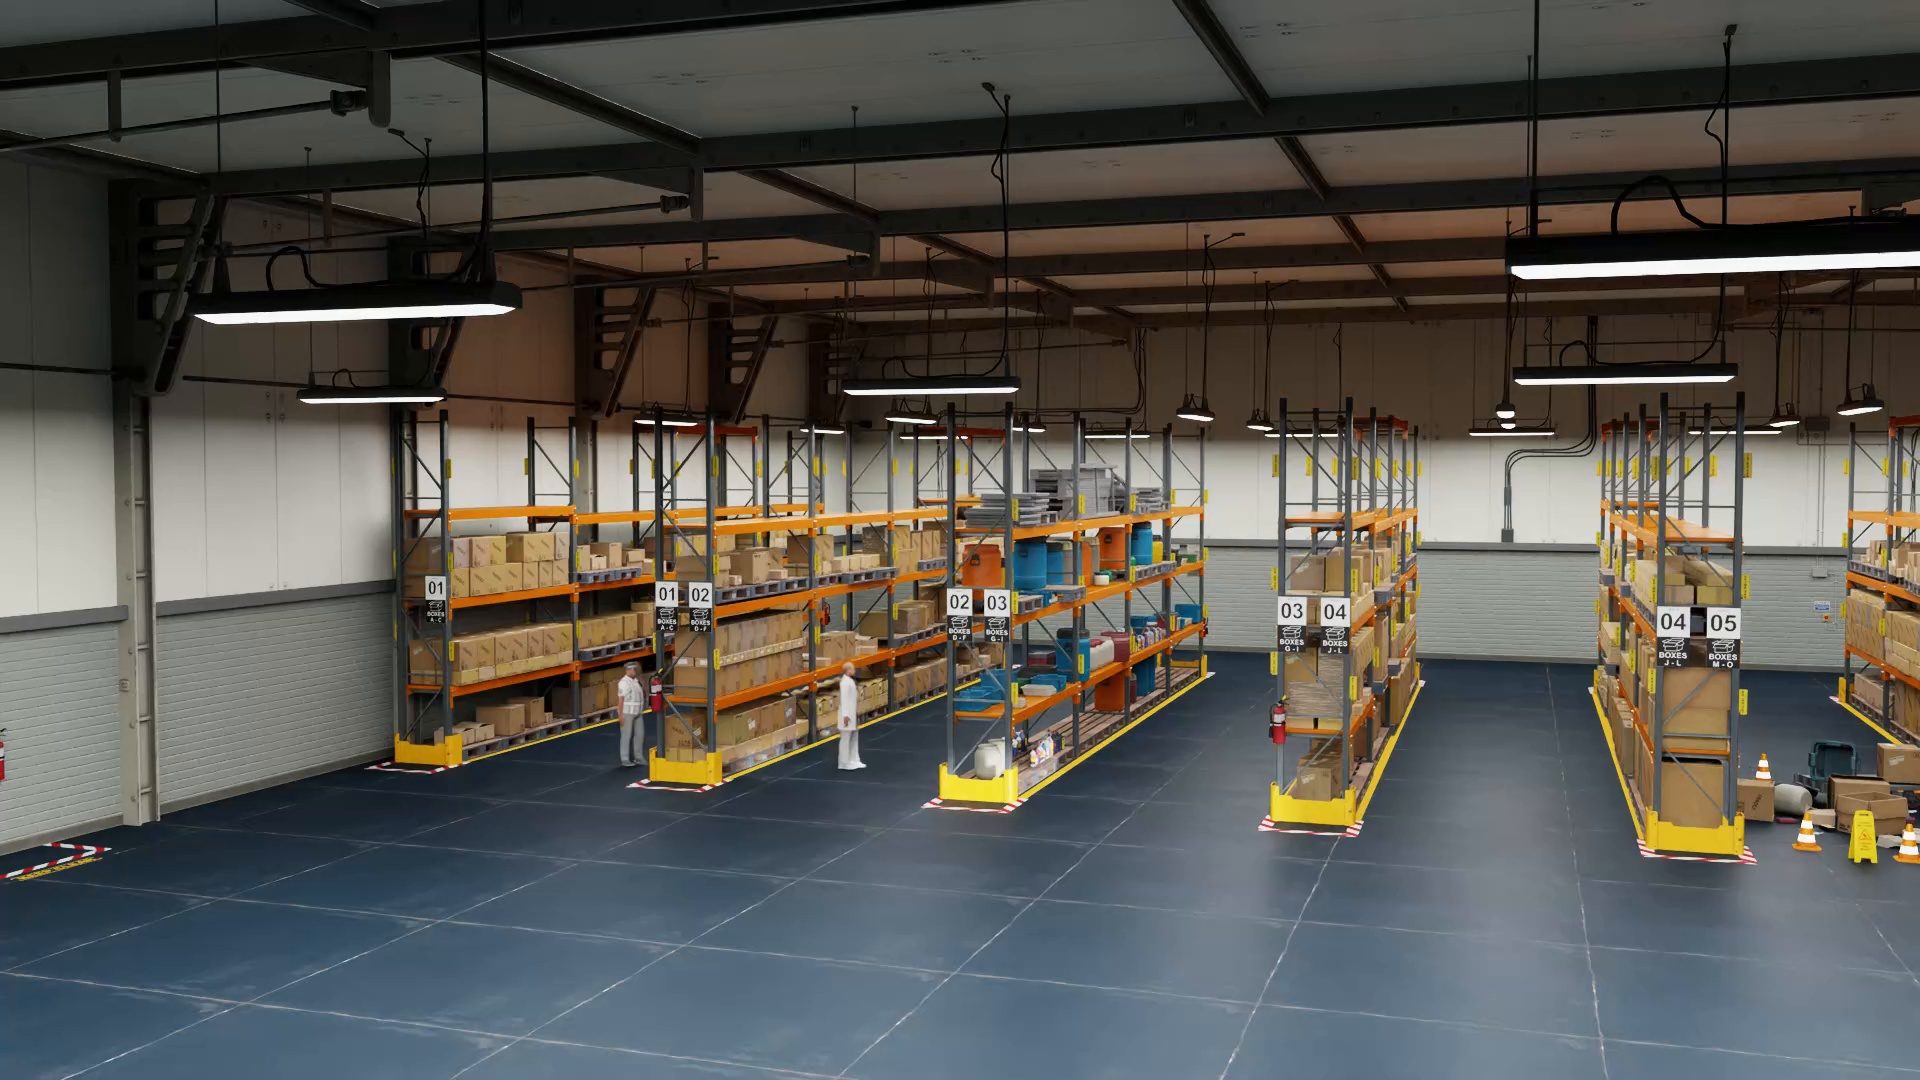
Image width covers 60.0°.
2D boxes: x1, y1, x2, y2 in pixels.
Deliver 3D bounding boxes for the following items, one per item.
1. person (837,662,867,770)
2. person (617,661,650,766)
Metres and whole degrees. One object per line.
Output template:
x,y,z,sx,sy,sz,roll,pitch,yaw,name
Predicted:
-1.805,2.944,27.718,0.464,1.818,0.679,0,2,5,person
-5.530,2.944,28.002,0.454,1.815,0.592,1,3,23,person
